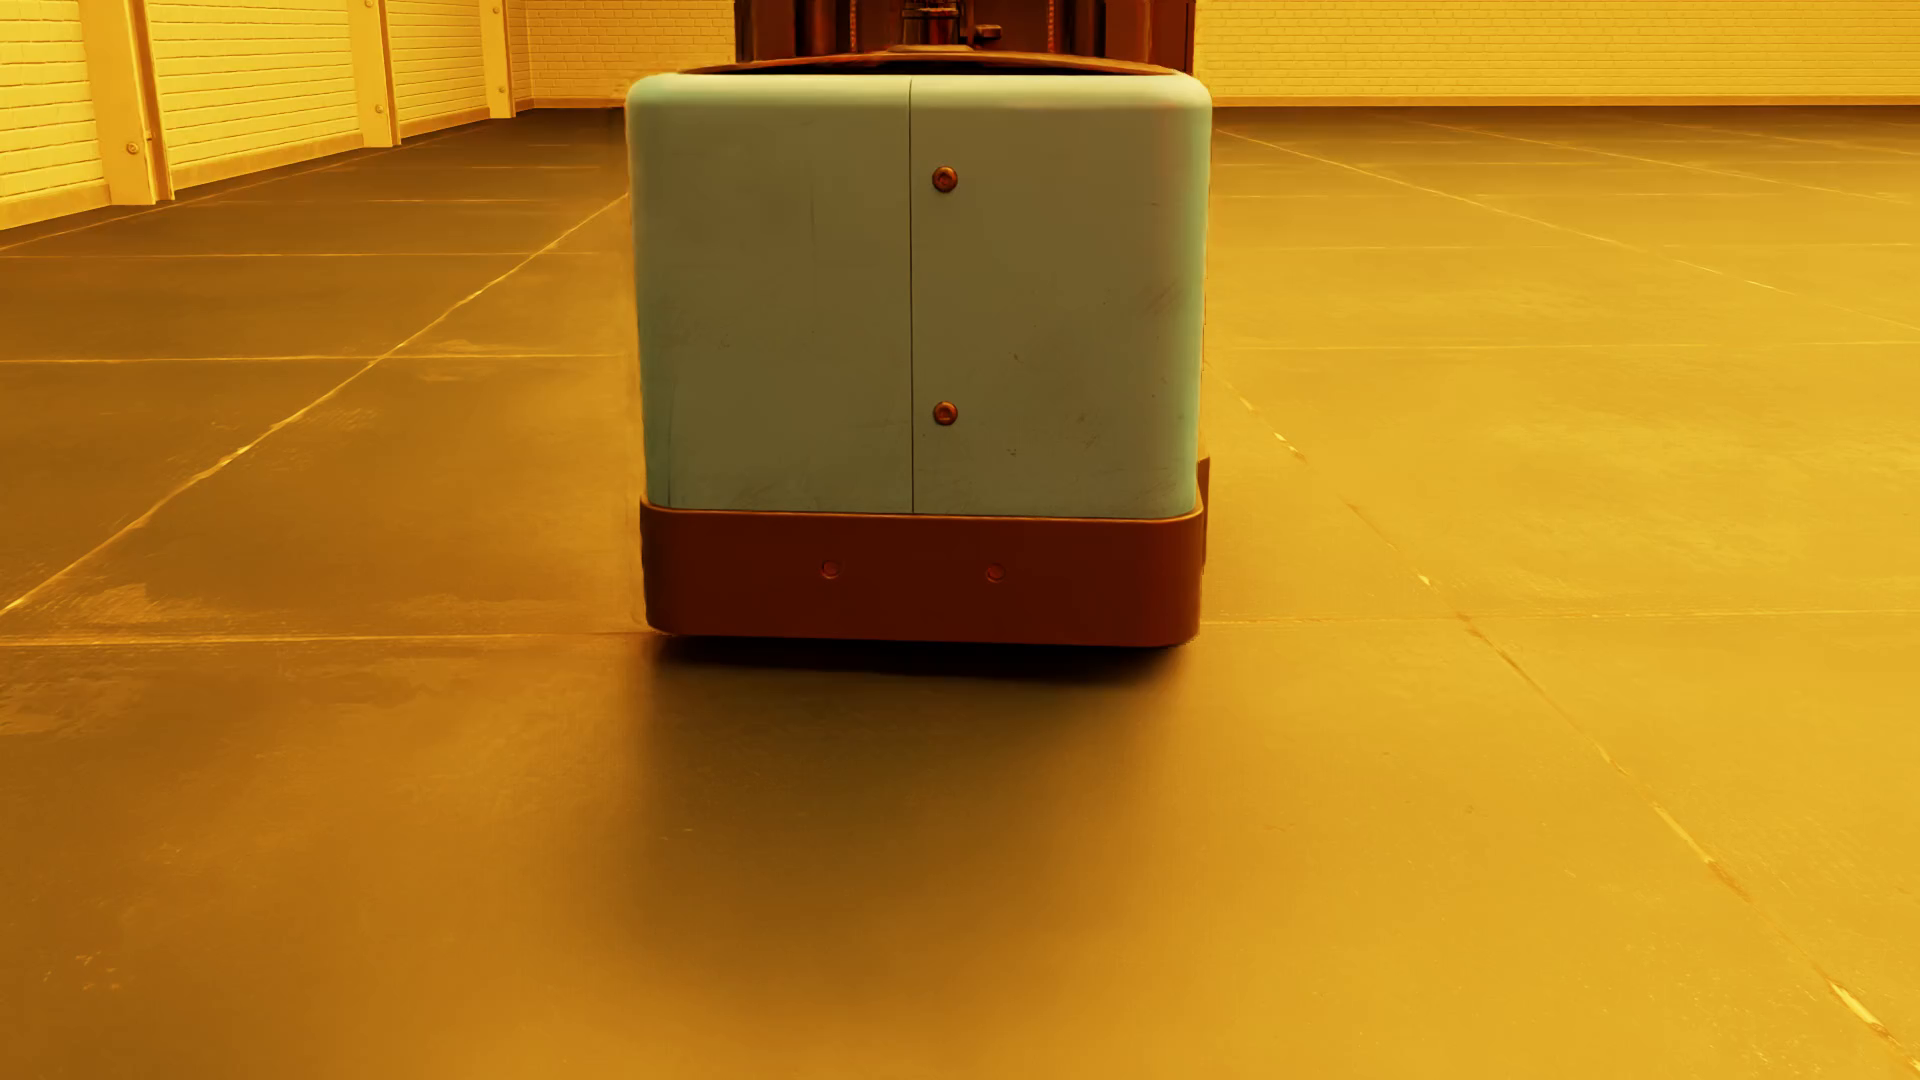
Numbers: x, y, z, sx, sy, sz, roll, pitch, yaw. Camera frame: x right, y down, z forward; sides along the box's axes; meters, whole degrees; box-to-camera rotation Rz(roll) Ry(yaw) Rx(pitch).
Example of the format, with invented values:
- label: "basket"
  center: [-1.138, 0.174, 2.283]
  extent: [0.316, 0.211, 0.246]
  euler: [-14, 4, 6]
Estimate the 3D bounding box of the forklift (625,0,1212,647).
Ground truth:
- label: "forklift"
  center: [0.028, -1.587, 4.097]
  extent: [1.130, 2.935, 3.031]
  euler: [1, 17, 4]
